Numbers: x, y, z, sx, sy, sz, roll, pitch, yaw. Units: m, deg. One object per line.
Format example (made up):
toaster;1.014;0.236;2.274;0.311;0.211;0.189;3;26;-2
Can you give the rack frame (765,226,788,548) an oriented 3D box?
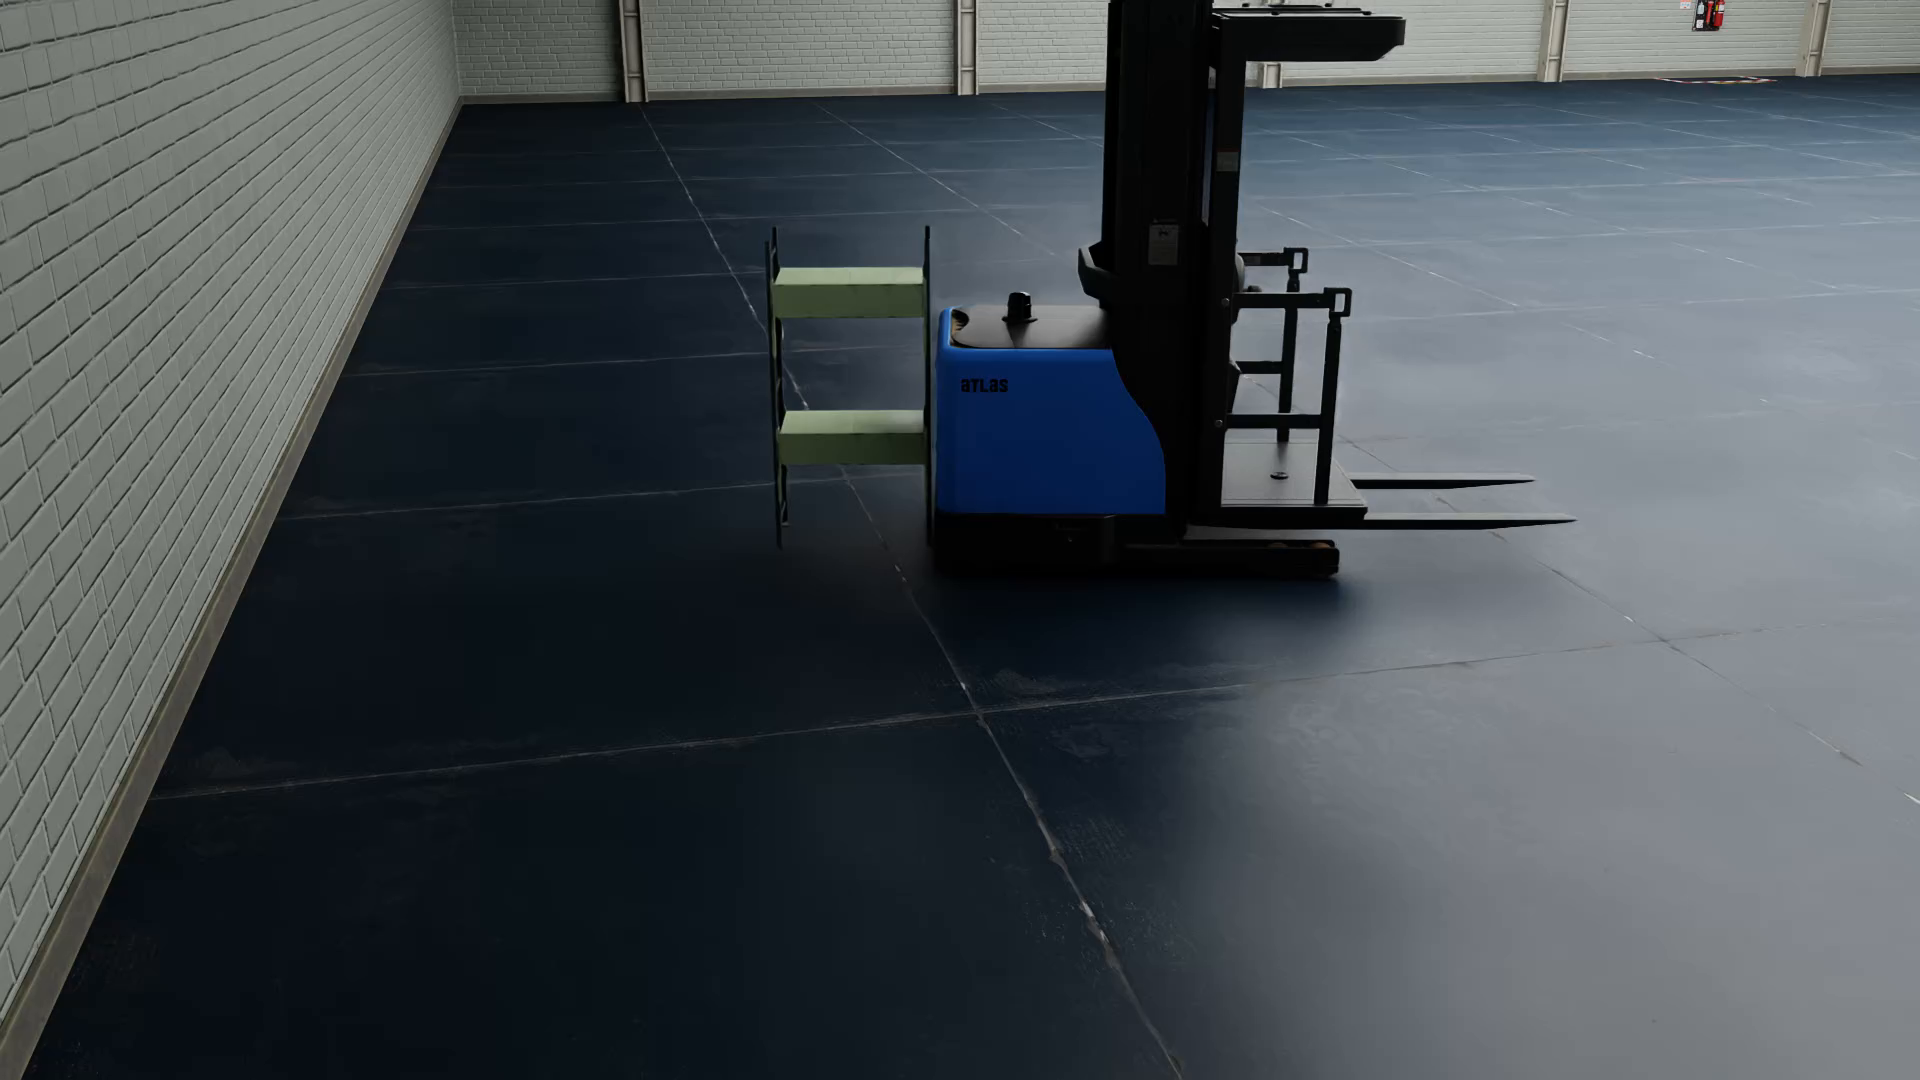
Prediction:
rack frame;-0.886;-0.733;8.052;0.023;1.500;0.400;0;20;-1

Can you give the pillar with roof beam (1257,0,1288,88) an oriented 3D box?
pillar with roof beam;6.945;-11.498;26.538;0.400;9.000;9.100;-5;21;-12

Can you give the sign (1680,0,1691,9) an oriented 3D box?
sign;14.657;-10.897;33.566;0.234;0.329;0.001;-5;21;-12

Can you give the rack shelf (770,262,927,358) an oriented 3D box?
rack shelf;-0.520;-1.102;7.924;0.720;0.370;0.431;0;20;-1

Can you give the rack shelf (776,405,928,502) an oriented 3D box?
rack shelf;-0.520;-0.429;8.170;0.720;0.370;0.431;0;20;-1

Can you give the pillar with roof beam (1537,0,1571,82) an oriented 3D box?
pillar with roof beam;12.784;-11.973;27.834;0.400;9.000;9.100;-5;21;-12

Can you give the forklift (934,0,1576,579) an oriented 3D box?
forklift;1.397;-1.379;7.734;3.031;2.935;1.130;0;20;0

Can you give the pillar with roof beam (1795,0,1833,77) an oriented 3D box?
pillar with roof beam;18.623;-12.448;29.131;0.400;9.000;9.100;-5;21;-12

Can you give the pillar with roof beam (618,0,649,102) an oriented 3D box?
pillar with roof beam;-4.732;-10.548;23.945;0.400;9.000;9.100;-5;21;-12

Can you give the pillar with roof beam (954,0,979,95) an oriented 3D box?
pillar with roof beam;1.107;-11.023;25.241;0.400;9.000;9.100;-5;21;-12

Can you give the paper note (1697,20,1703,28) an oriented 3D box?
paper note;15.031;-10.485;33.774;0.142;0.148;0.016;-5;21;-12

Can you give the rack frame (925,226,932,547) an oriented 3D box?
rack frame;-0.154;-0.738;8.065;0.023;1.500;0.400;0;20;-1

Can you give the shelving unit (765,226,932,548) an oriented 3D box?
shelving unit;-0.520;-0.735;8.058;0.755;1.500;0.431;0;20;-1

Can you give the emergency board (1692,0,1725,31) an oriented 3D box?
emergency board;15.219;-10.889;33.597;0.643;1.169;0.194;-5;21;-12
